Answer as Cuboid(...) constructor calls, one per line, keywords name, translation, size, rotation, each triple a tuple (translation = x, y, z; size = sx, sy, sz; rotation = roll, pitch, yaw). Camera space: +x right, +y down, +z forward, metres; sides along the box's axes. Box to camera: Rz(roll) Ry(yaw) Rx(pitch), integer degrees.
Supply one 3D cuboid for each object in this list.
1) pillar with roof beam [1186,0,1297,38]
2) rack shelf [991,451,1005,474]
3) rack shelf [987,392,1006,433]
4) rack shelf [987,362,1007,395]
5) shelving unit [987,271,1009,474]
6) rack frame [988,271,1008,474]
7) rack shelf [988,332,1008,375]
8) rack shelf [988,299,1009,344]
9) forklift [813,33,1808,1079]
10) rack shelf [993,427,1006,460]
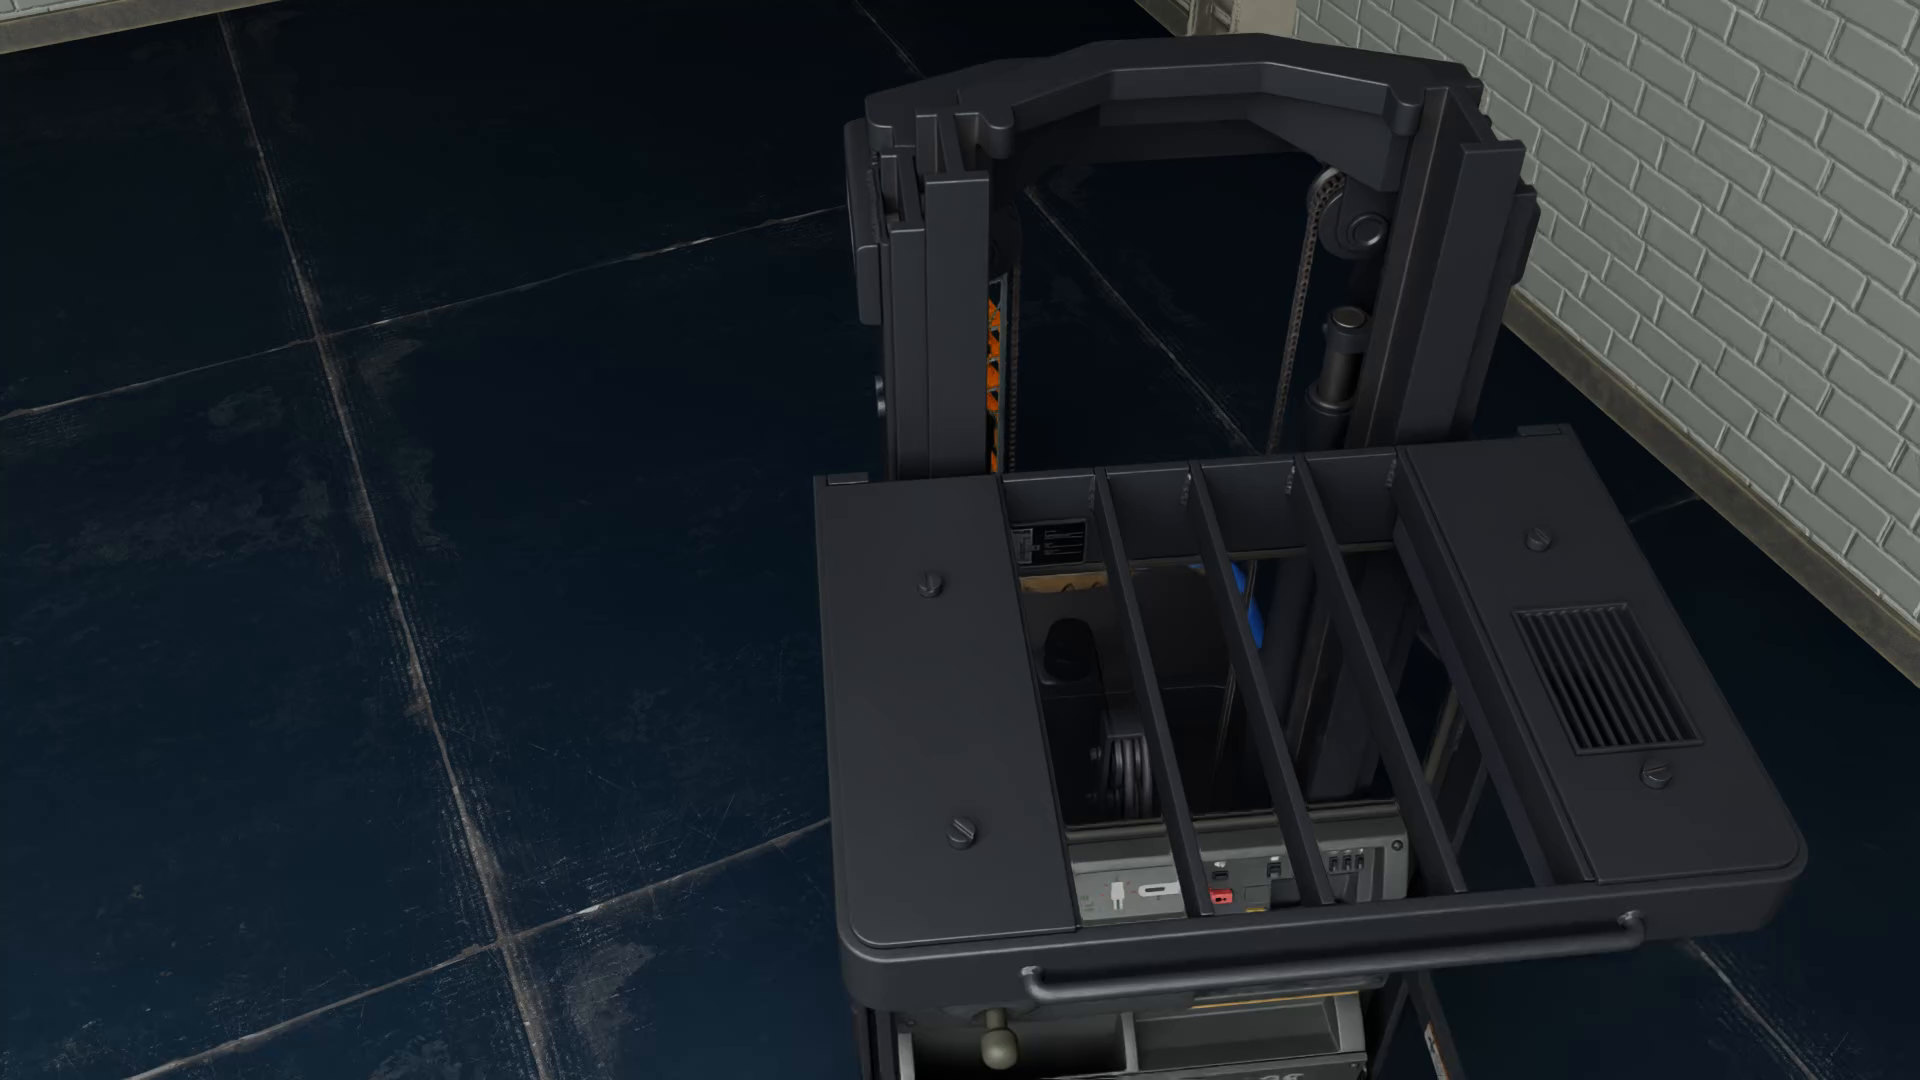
Cuboid(name="pillar with roof beam", translation=(-2.642, -3.962, 3.358), size=(9.100, 9.000, 0.400), rotation=(-18, 47, -17))
Cuboid(name="rack shelf", translation=(-0.006, -0.234, 5.538), size=(0.258, 0.103, 0.180), rotation=(-18, 47, -17))
Cuboid(name="rack shelf", translation=(-0.006, -0.405, 5.369), size=(0.258, 0.103, 0.180), rotation=(-18, 47, -17))
Cuboid(name="rack shelf", translation=(-0.006, -0.490, 5.285), size=(0.258, 0.103, 0.180), rotation=(-18, 47, -17))
Cuboid(name="shelving unit", translation=(-0.006, -0.436, 5.338), size=(0.258, 1.200, 0.189), rotation=(-18, 47, -17))
Cuboid(name="rack frame", translation=(0.032, -0.378, 5.279), size=(0.240, 1.200, 0.006), rotation=(-18, 47, -17))
Cuboid(name="rack shelf", translation=(-0.006, -0.576, 5.201), size=(0.258, 0.103, 0.180), rotation=(-18, 47, -17))
Cuboid(name="rack shelf", translation=(-0.006, -0.661, 5.116), size=(0.258, 0.103, 0.180), rotation=(-18, 47, -17))
Cuboid(name="forklift", translation=(0.366, 0.816, 2.836), size=(1.130, 2.935, 3.031), rotation=(-4, 45, -4))
Cuboid(name="rack shelf", translation=(-0.006, -0.319, 5.453), size=(0.258, 0.103, 0.180), rotation=(-18, 47, -17))
